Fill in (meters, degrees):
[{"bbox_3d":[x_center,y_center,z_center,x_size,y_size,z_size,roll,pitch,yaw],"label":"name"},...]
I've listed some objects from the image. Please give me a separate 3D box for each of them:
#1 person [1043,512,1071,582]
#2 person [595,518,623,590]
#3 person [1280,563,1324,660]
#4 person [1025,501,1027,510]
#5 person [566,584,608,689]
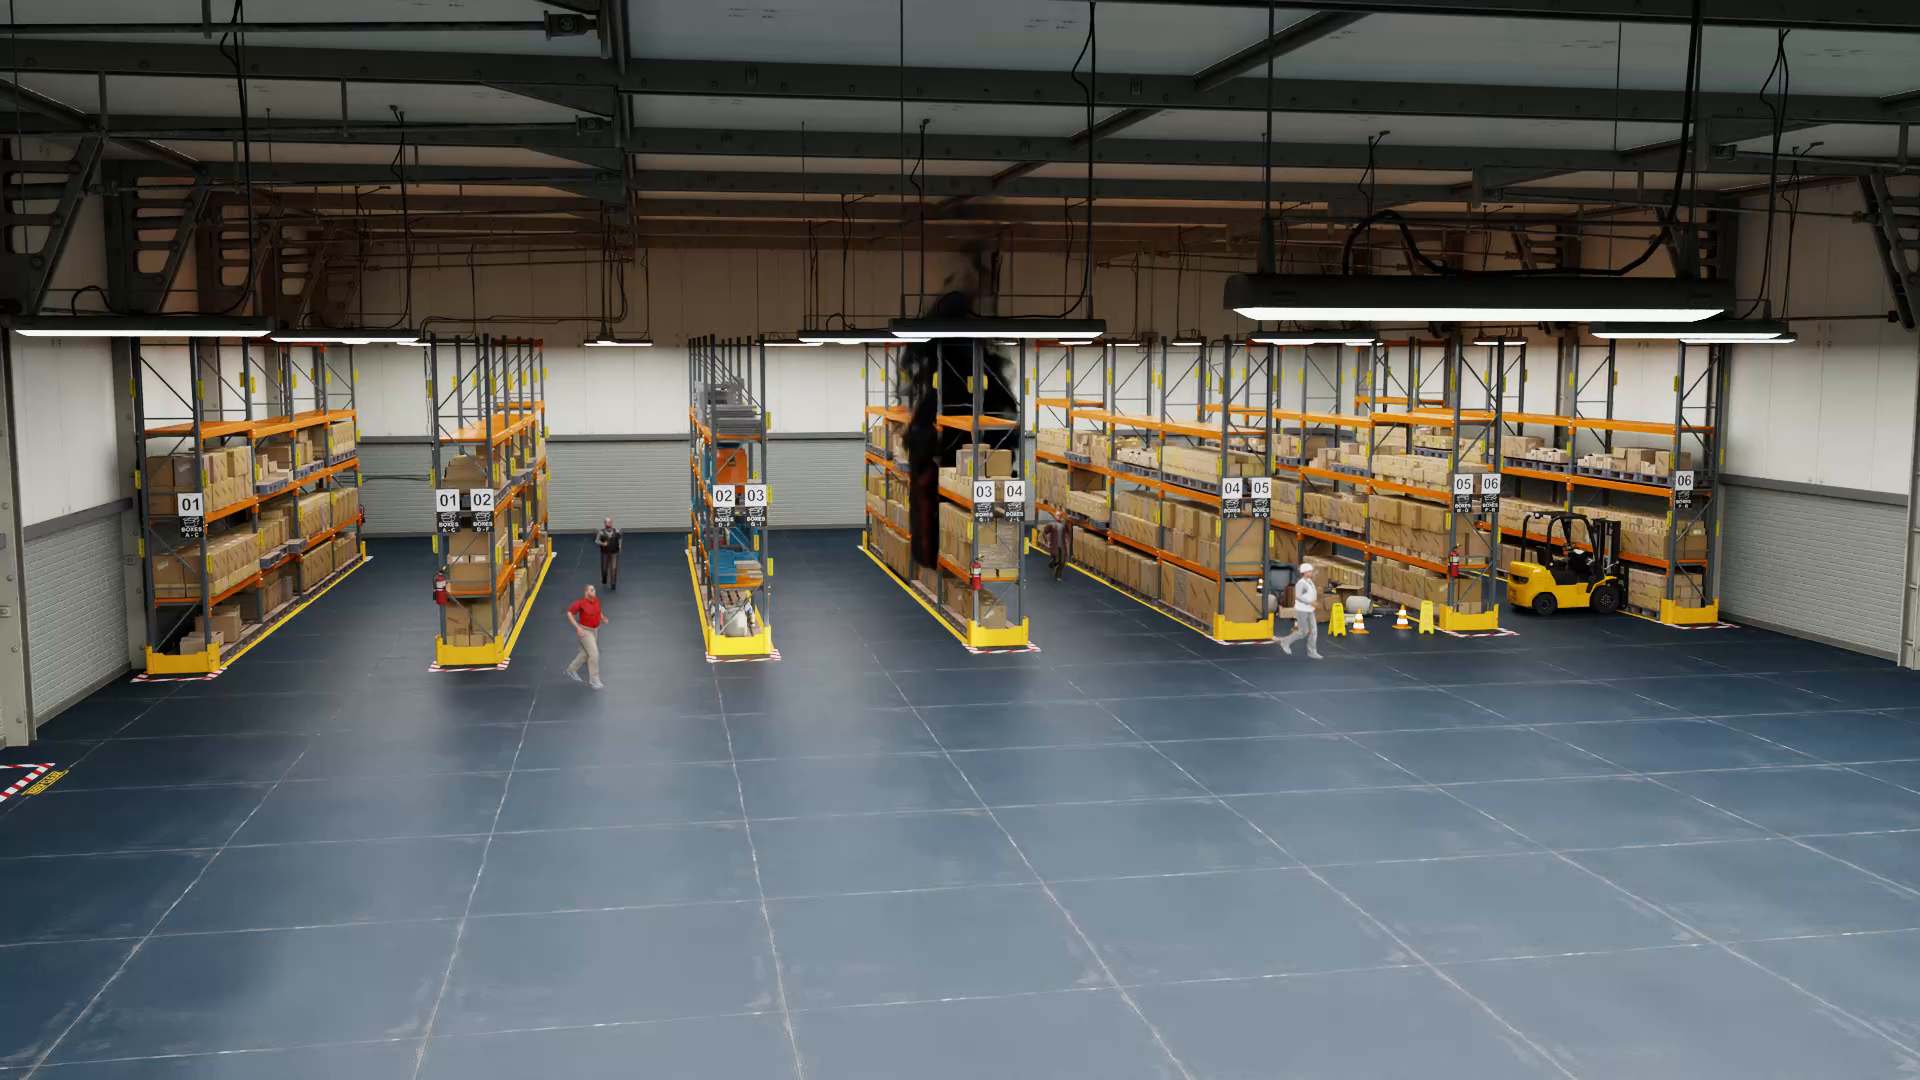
[{"bbox_3d":[2.419,0.160,41.125,0.710,1.733,0.637,-2,7,-15],"label":"person"},{"bbox_3d":[-8.374,0.328,39.750,0.670,1.697,0.878,-2,7,-18],"label":"person"},{"bbox_3d":[6.385,1.314,30.903,0.819,1.781,0.682,4,8,32],"label":"person"},{"bbox_3d":[1.665,-0.746,49.525,0.872,1.605,0.679,-4,8,-32],"label":"person"},{"bbox_3d":[-6.375,1.624,28.349,0.854,1.773,0.655,2,7,19],"label":"person"}]
